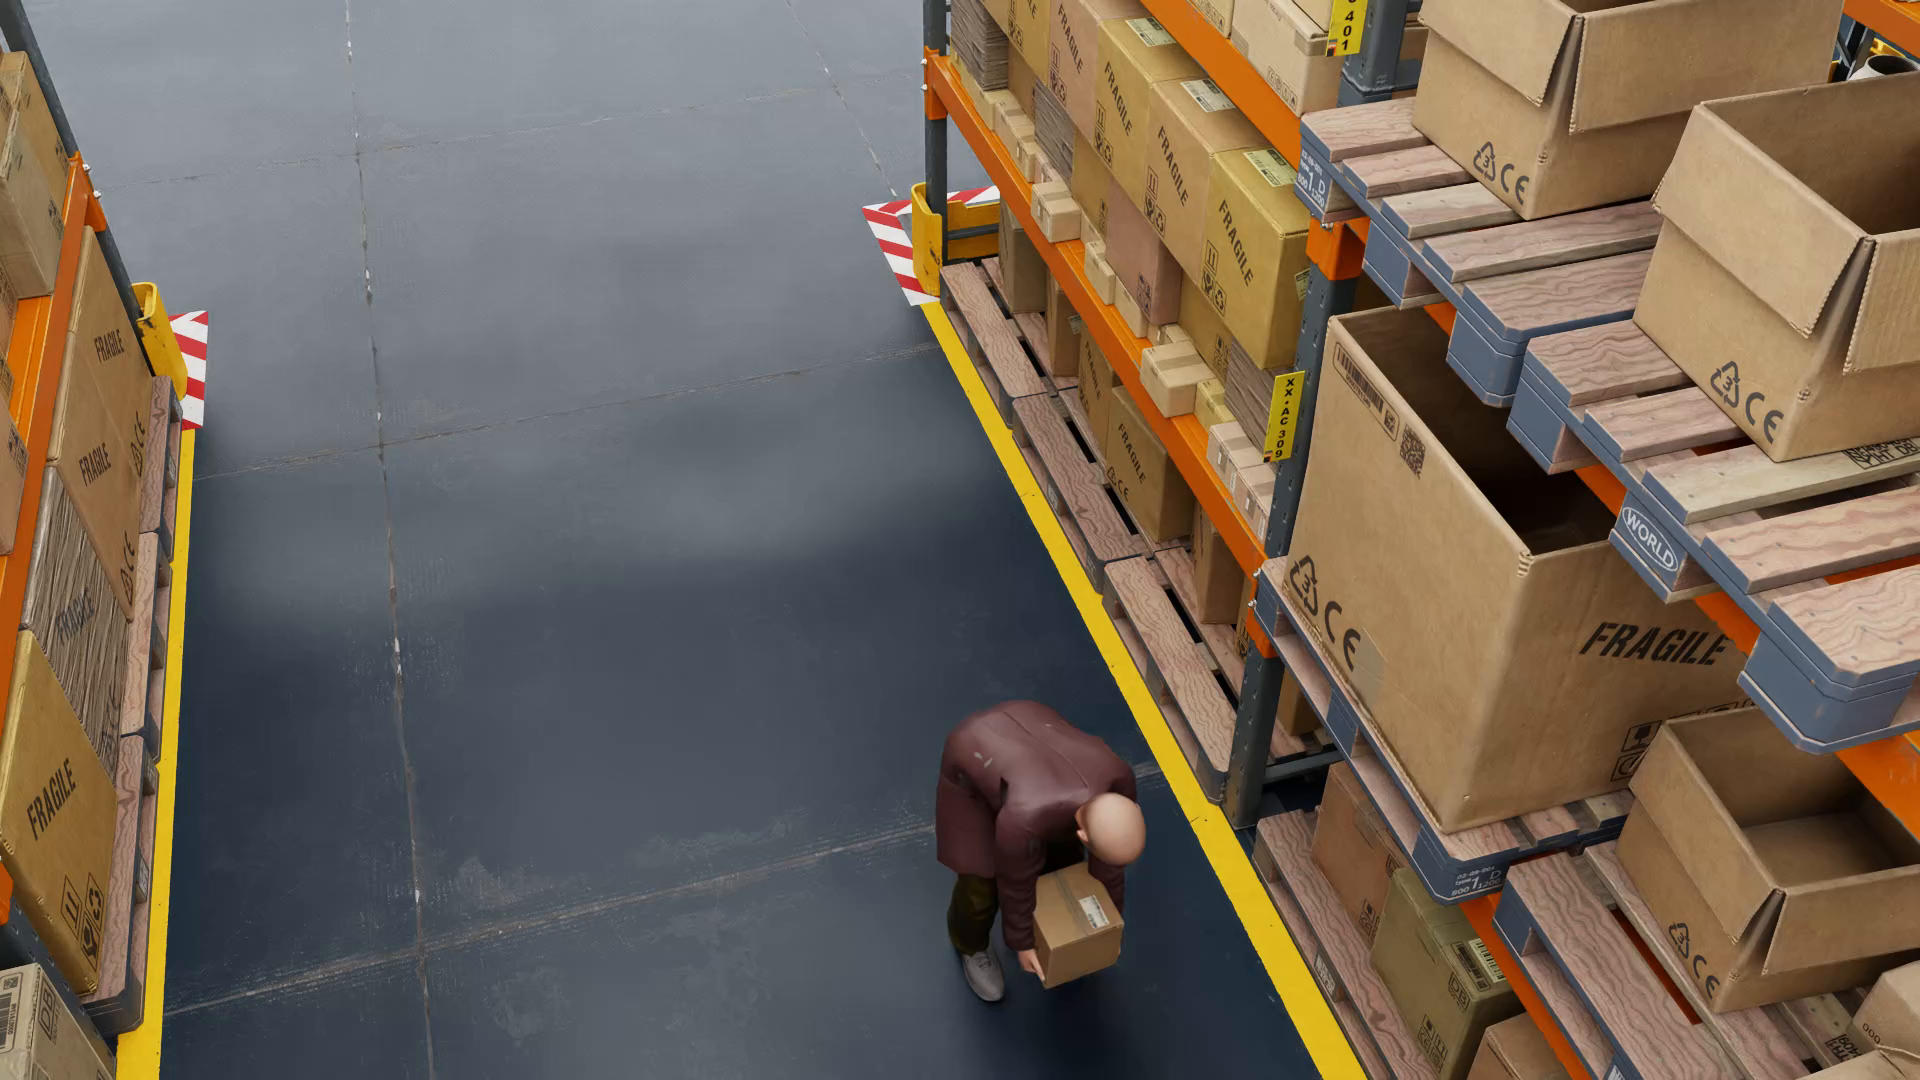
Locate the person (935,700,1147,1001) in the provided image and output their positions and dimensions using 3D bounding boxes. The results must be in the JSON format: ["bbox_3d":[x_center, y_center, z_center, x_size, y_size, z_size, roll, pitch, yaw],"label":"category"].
[{"bbox_3d":[0.262,1.055,5.296,0.547,1.370,0.891,-19,45,-20],"label":"person"}]
